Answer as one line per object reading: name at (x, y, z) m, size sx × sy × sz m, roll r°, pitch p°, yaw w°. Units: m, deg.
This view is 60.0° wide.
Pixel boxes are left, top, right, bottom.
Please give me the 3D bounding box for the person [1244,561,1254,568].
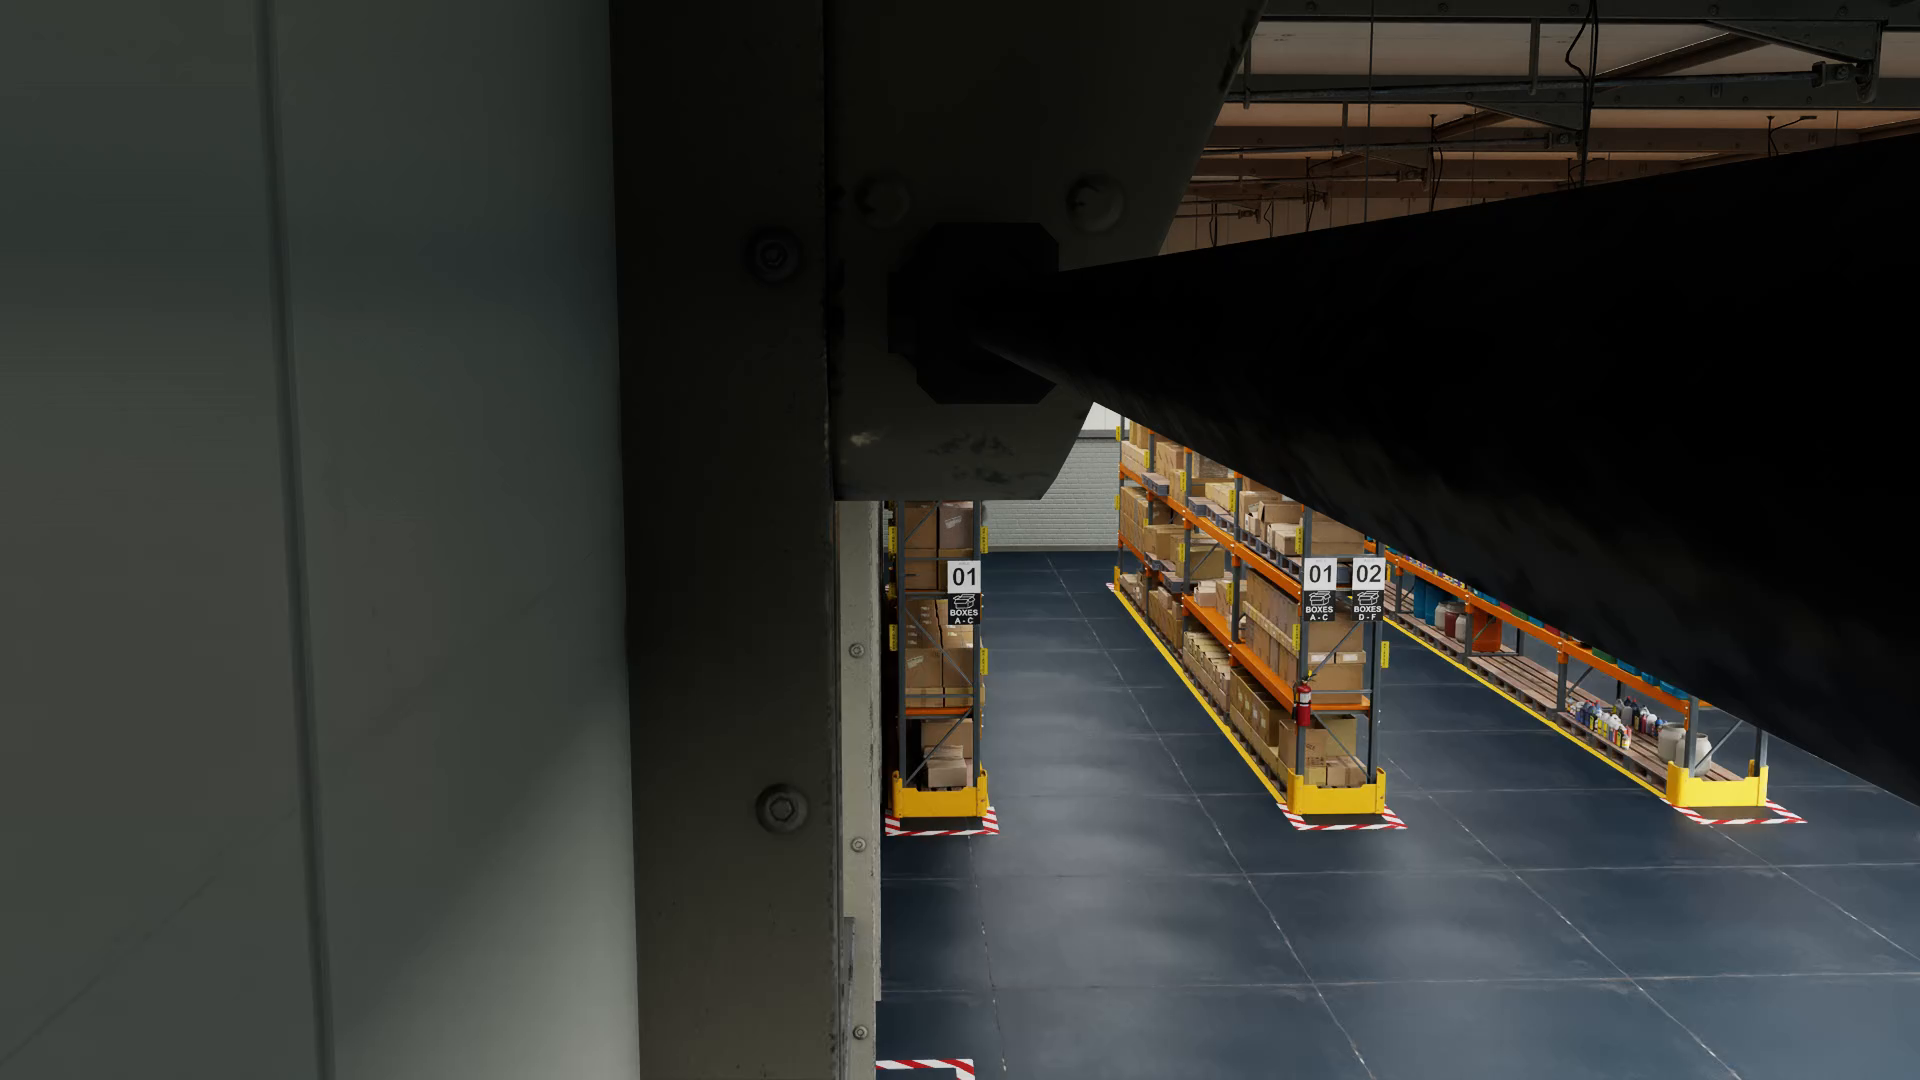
person at (6.173, 0.540, 34.095) m, size 0.686 × 1.807 × 0.876 m, roll -2°, pitch 8°, yaw -13°
